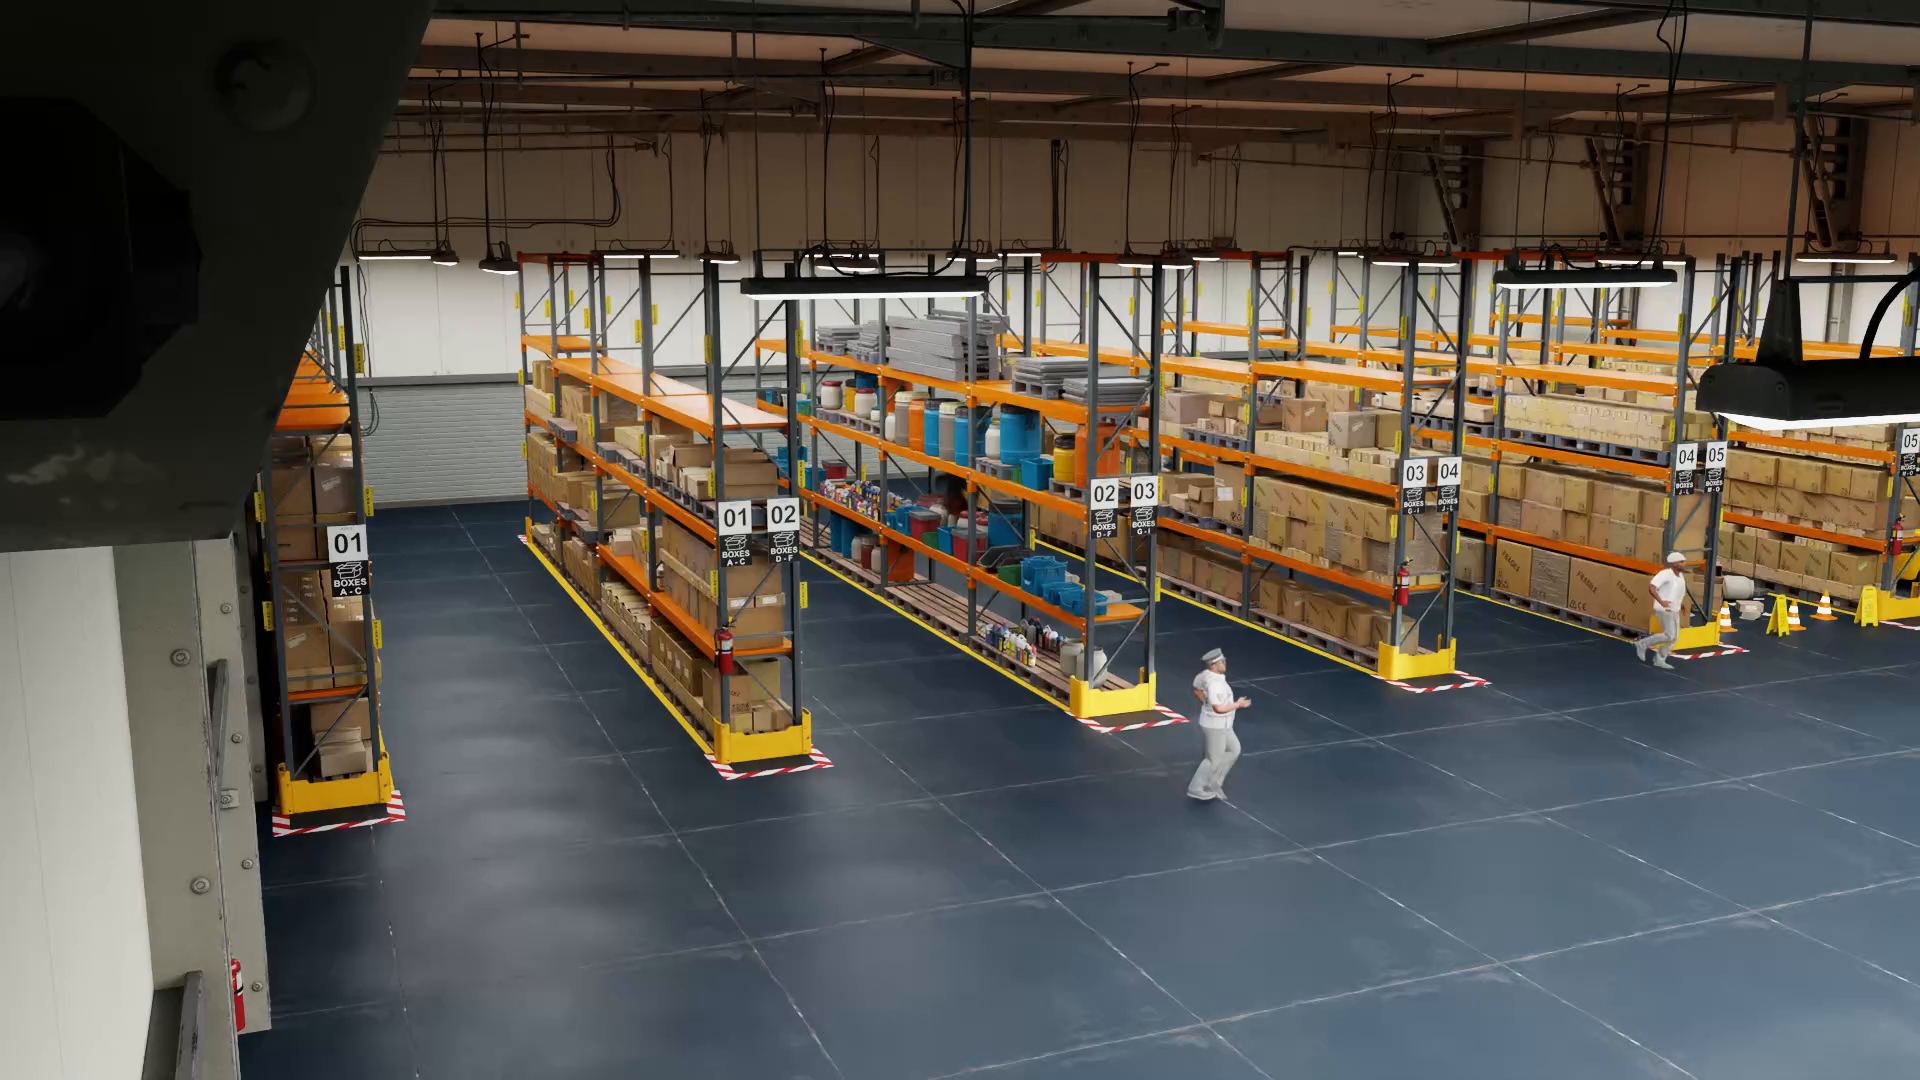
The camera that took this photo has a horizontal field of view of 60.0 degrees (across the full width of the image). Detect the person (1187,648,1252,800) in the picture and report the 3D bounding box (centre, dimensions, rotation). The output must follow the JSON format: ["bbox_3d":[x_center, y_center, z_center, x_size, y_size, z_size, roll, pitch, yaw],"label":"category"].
[{"bbox_3d":[2.921,2.105,18.715,0.696,1.822,0.641,1,10,7],"label":"person"}]

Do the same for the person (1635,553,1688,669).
[{"bbox_3d":[10.509,1.020,24.769,0.743,1.713,0.537,-9,14,-40],"label":"person"}]

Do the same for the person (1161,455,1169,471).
[{"bbox_3d":[4.981,-2.179,41.886,0.975,1.770,0.678,-7,12,-33],"label":"person"}]
